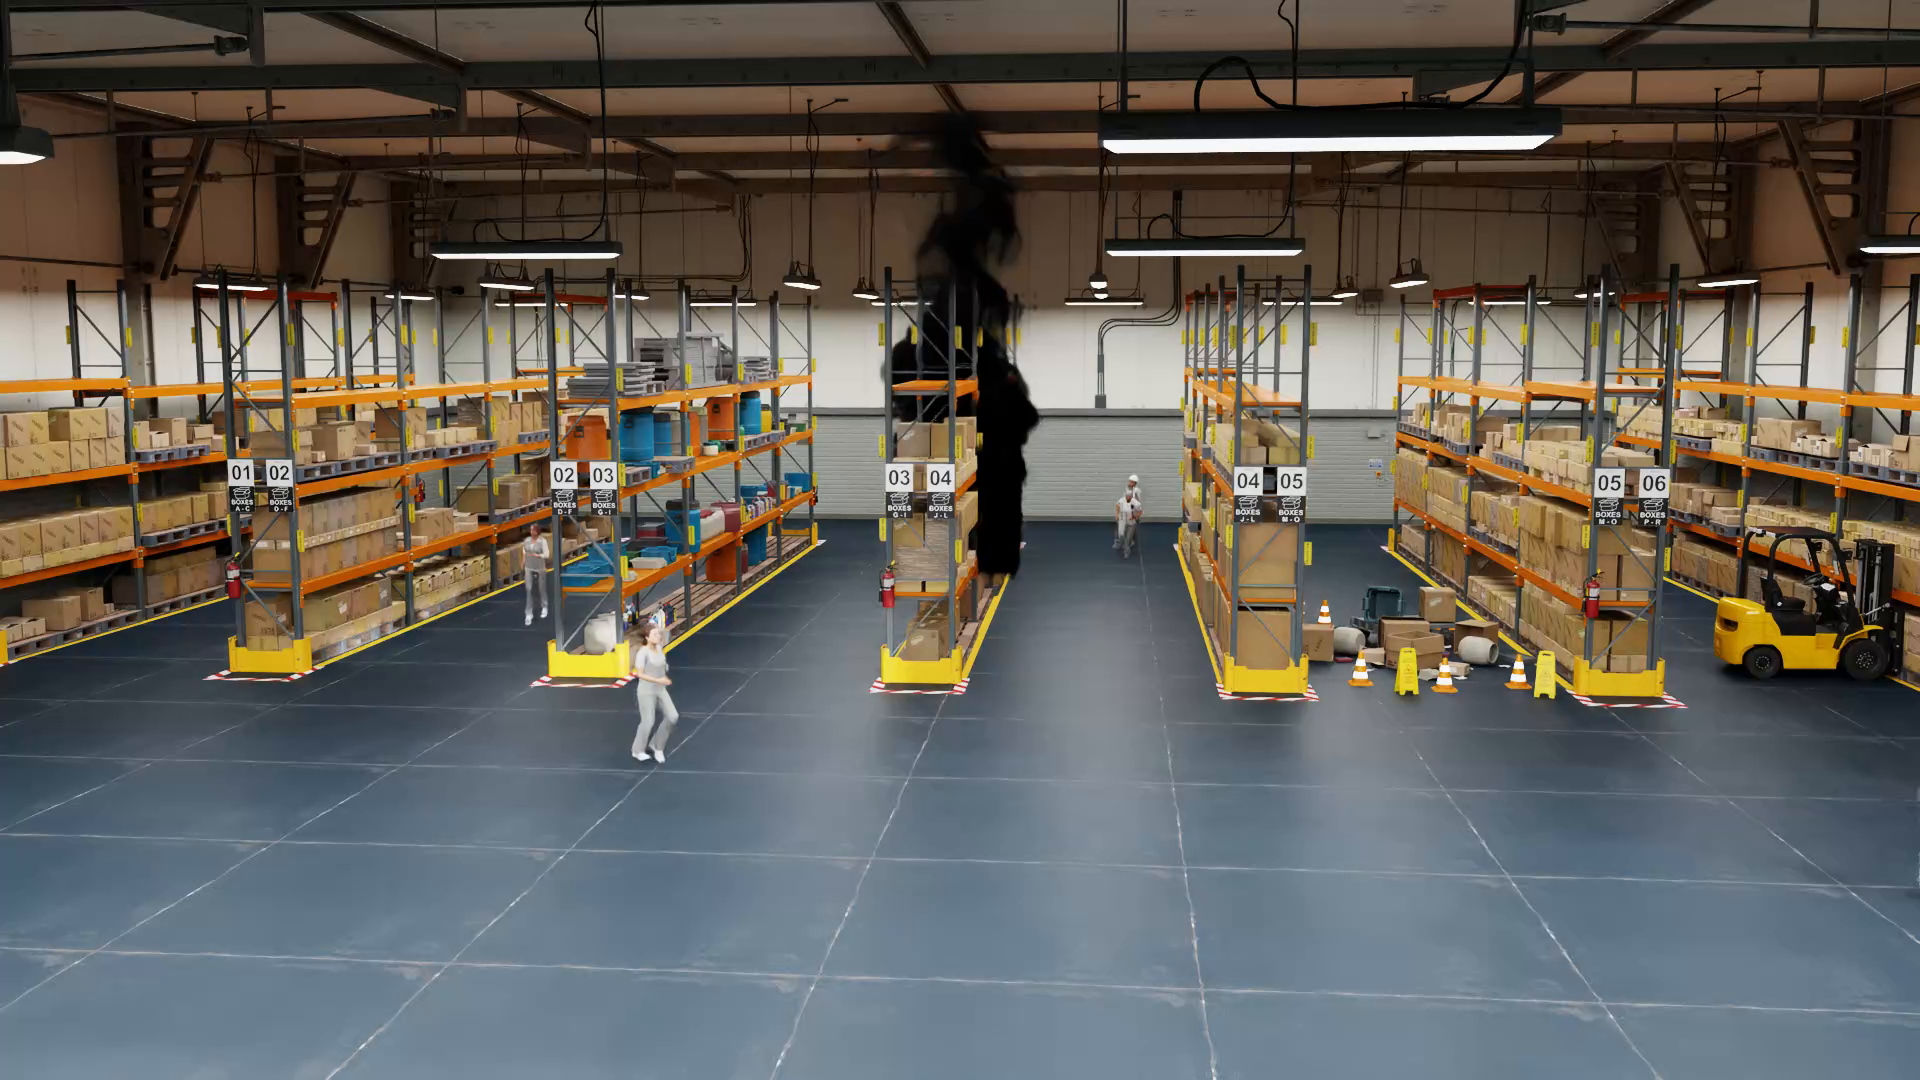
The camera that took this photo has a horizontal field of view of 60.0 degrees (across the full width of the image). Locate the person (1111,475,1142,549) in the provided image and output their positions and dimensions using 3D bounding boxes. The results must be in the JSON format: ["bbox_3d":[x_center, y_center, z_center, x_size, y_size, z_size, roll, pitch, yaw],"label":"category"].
[{"bbox_3d":[4.075,-0.666,39.576,0.668,1.788,0.789,6,9,41],"label":"person"}]

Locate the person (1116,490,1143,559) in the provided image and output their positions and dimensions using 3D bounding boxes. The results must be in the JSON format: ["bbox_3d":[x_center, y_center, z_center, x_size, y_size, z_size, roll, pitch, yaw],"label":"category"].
[{"bbox_3d":[3.892,-0.379,38.131,0.631,1.615,0.940,2,7,15],"label":"person"}]

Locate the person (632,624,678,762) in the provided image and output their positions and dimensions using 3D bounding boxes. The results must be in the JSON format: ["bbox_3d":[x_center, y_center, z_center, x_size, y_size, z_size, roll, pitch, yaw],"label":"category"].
[{"bbox_3d":[-3.590,1.818,19.582,0.670,1.681,0.584,4,8,32],"label":"person"}]

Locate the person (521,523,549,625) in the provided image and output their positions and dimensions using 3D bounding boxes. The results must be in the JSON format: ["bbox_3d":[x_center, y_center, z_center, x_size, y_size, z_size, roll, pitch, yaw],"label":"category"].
[{"bbox_3d":[-7.080,0.553,27.737,0.516,1.625,0.708,0,7,2],"label":"person"}]
